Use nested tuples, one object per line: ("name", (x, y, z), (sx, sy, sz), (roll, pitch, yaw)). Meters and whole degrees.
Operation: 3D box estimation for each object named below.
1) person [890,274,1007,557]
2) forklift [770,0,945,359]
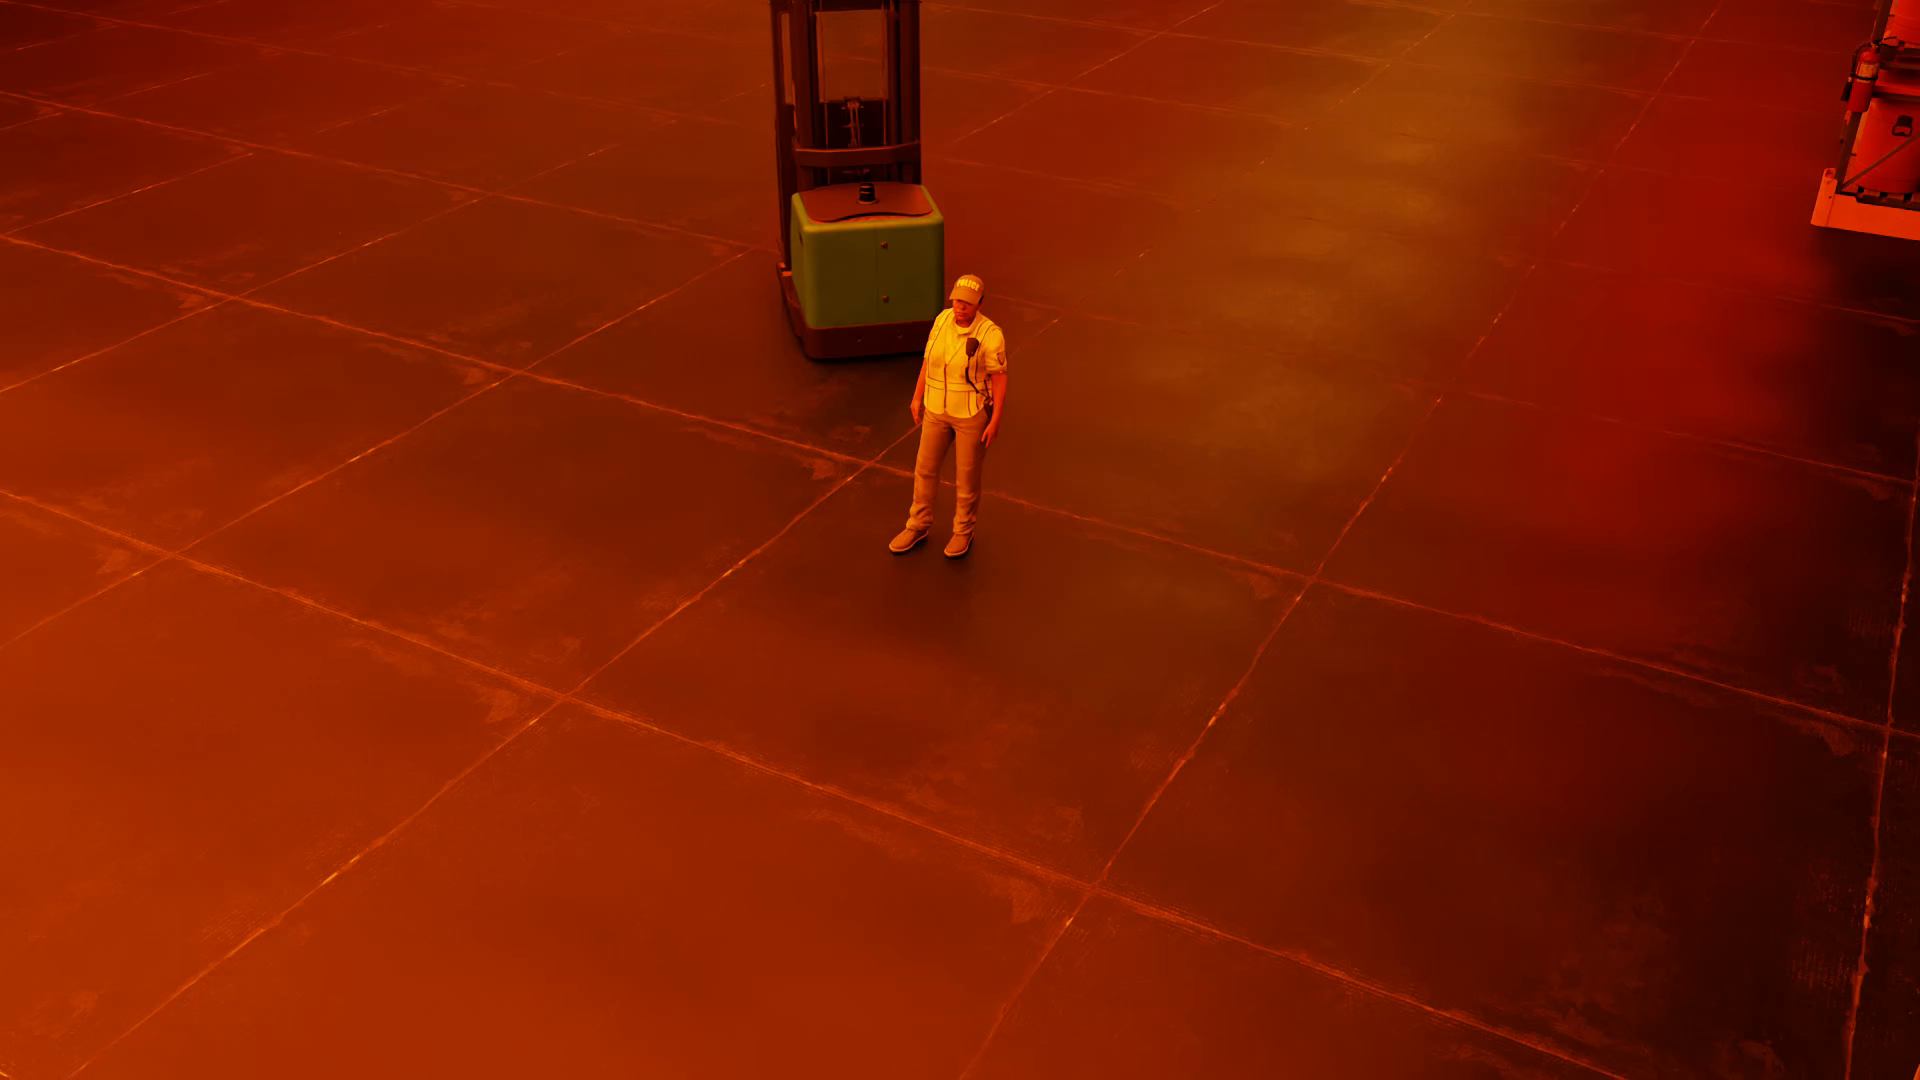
("person", (-0.057, -0.701, 9.534), (0.598, 1.670, 0.529), (15, 33, 25))
("forklift", (-0.893, -3.311, 12.808), (1.130, 2.935, 3.031), (-6, 30, -10))
